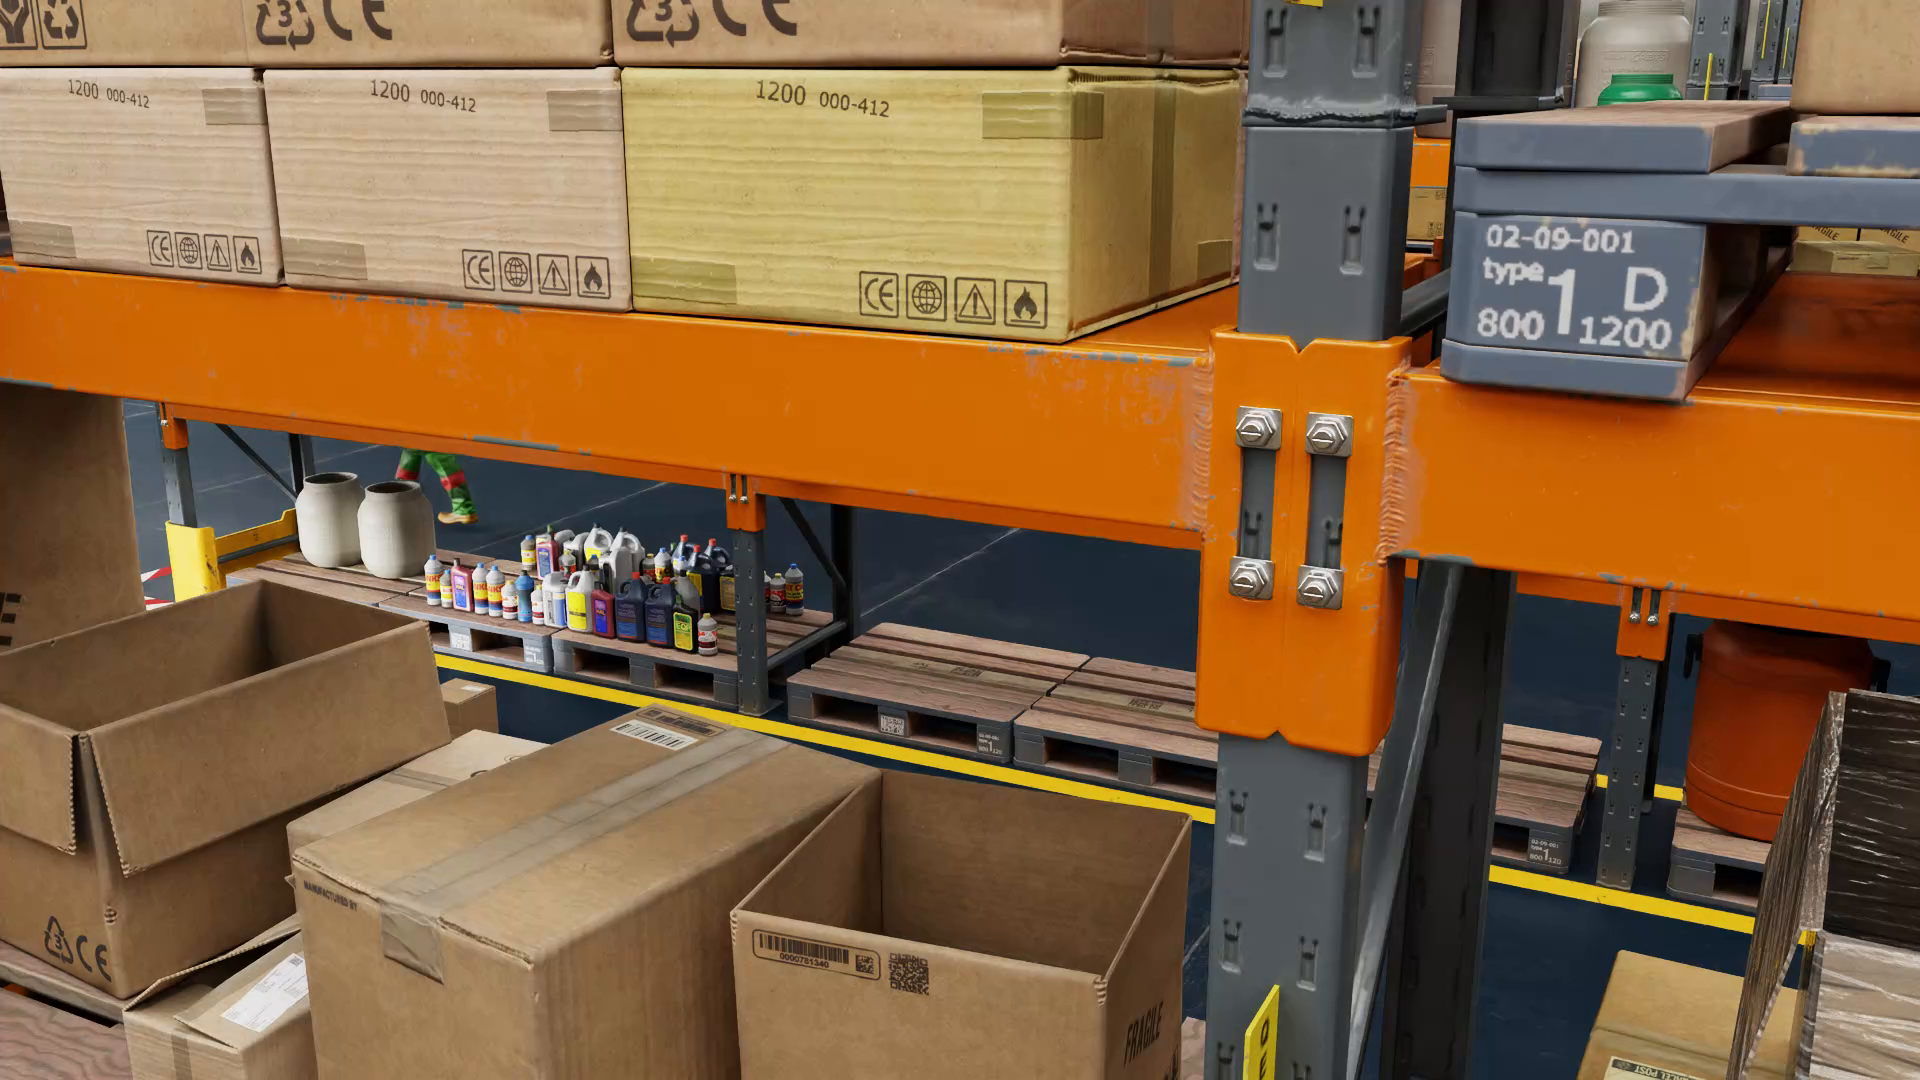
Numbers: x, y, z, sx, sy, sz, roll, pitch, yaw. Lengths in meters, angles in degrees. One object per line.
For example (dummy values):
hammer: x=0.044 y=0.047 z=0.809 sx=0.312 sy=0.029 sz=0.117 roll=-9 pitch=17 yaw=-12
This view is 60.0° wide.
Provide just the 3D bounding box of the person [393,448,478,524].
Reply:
person: x=-3.816 y=-0.996 z=11.465 sx=0.995 sy=1.737 sz=0.577 roll=5 pitch=16 yaw=16
